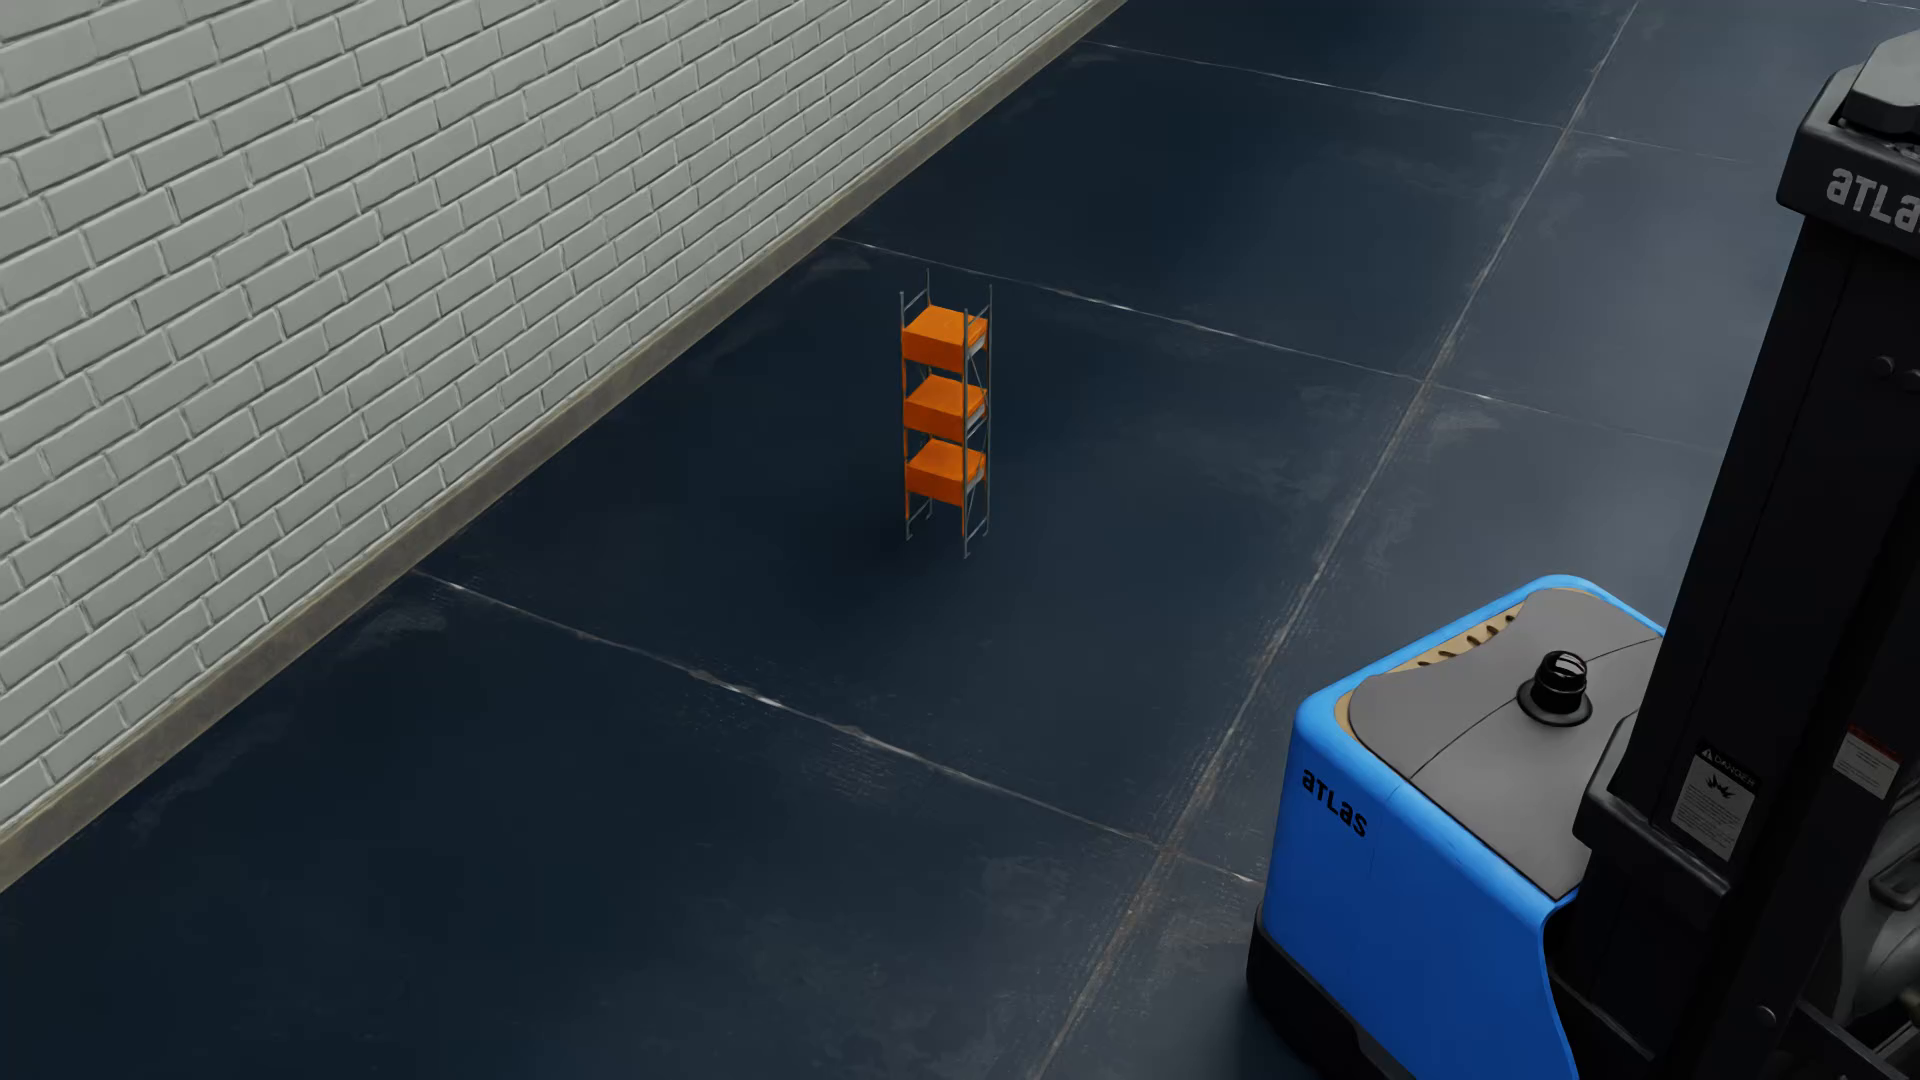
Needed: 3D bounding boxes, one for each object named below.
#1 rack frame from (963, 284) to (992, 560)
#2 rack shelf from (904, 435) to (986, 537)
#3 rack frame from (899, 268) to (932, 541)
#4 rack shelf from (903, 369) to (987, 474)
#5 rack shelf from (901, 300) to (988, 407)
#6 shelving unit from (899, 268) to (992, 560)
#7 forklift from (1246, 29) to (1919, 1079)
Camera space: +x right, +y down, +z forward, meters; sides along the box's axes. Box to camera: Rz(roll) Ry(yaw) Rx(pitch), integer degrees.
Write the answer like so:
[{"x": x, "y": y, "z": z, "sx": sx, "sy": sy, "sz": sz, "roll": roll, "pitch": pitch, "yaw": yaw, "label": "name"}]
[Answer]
[{"x": 0.061, "y": -0.399, "z": 5.907, "sx": 0.008, "sy": 1.050, "sz": 0.200, "roll": 17, "pitch": 41, "yaw": 21, "label": "rack frame"}, {"x": -0.048, "y": -0.203, "z": 6.127, "sx": 0.240, "sy": 0.259, "sz": 0.215, "roll": 17, "pitch": 41, "yaw": 21, "label": "rack shelf"}, {"x": -0.156, "y": -0.467, "z": 5.997, "sx": 0.008, "sy": 1.050, "sz": 0.200, "roll": 17, "pitch": 41, "yaw": 21, "label": "rack frame"}, {"x": -0.048, "y": -0.425, "z": 5.959, "sx": 0.240, "sy": 0.259, "sz": 0.215, "roll": 17, "pitch": 41, "yaw": 21, "label": "rack shelf"}, {"x": -0.048, "y": -0.651, "z": 5.787, "sx": 0.240, "sy": 0.259, "sz": 0.215, "roll": 17, "pitch": 41, "yaw": 21, "label": "rack shelf"}, {"x": -0.048, "y": -0.433, "z": 5.952, "sx": 0.252, "sy": 1.050, "sz": 0.215, "roll": 17, "pitch": 41, "yaw": 21, "label": "shelving unit"}, {"x": 2.020, "y": 0.656, "z": 2.961, "sx": 1.130, "sy": 2.935, "sz": 3.031, "roll": -22, "pitch": 42, "yaw": -26, "label": "forklift"}]
